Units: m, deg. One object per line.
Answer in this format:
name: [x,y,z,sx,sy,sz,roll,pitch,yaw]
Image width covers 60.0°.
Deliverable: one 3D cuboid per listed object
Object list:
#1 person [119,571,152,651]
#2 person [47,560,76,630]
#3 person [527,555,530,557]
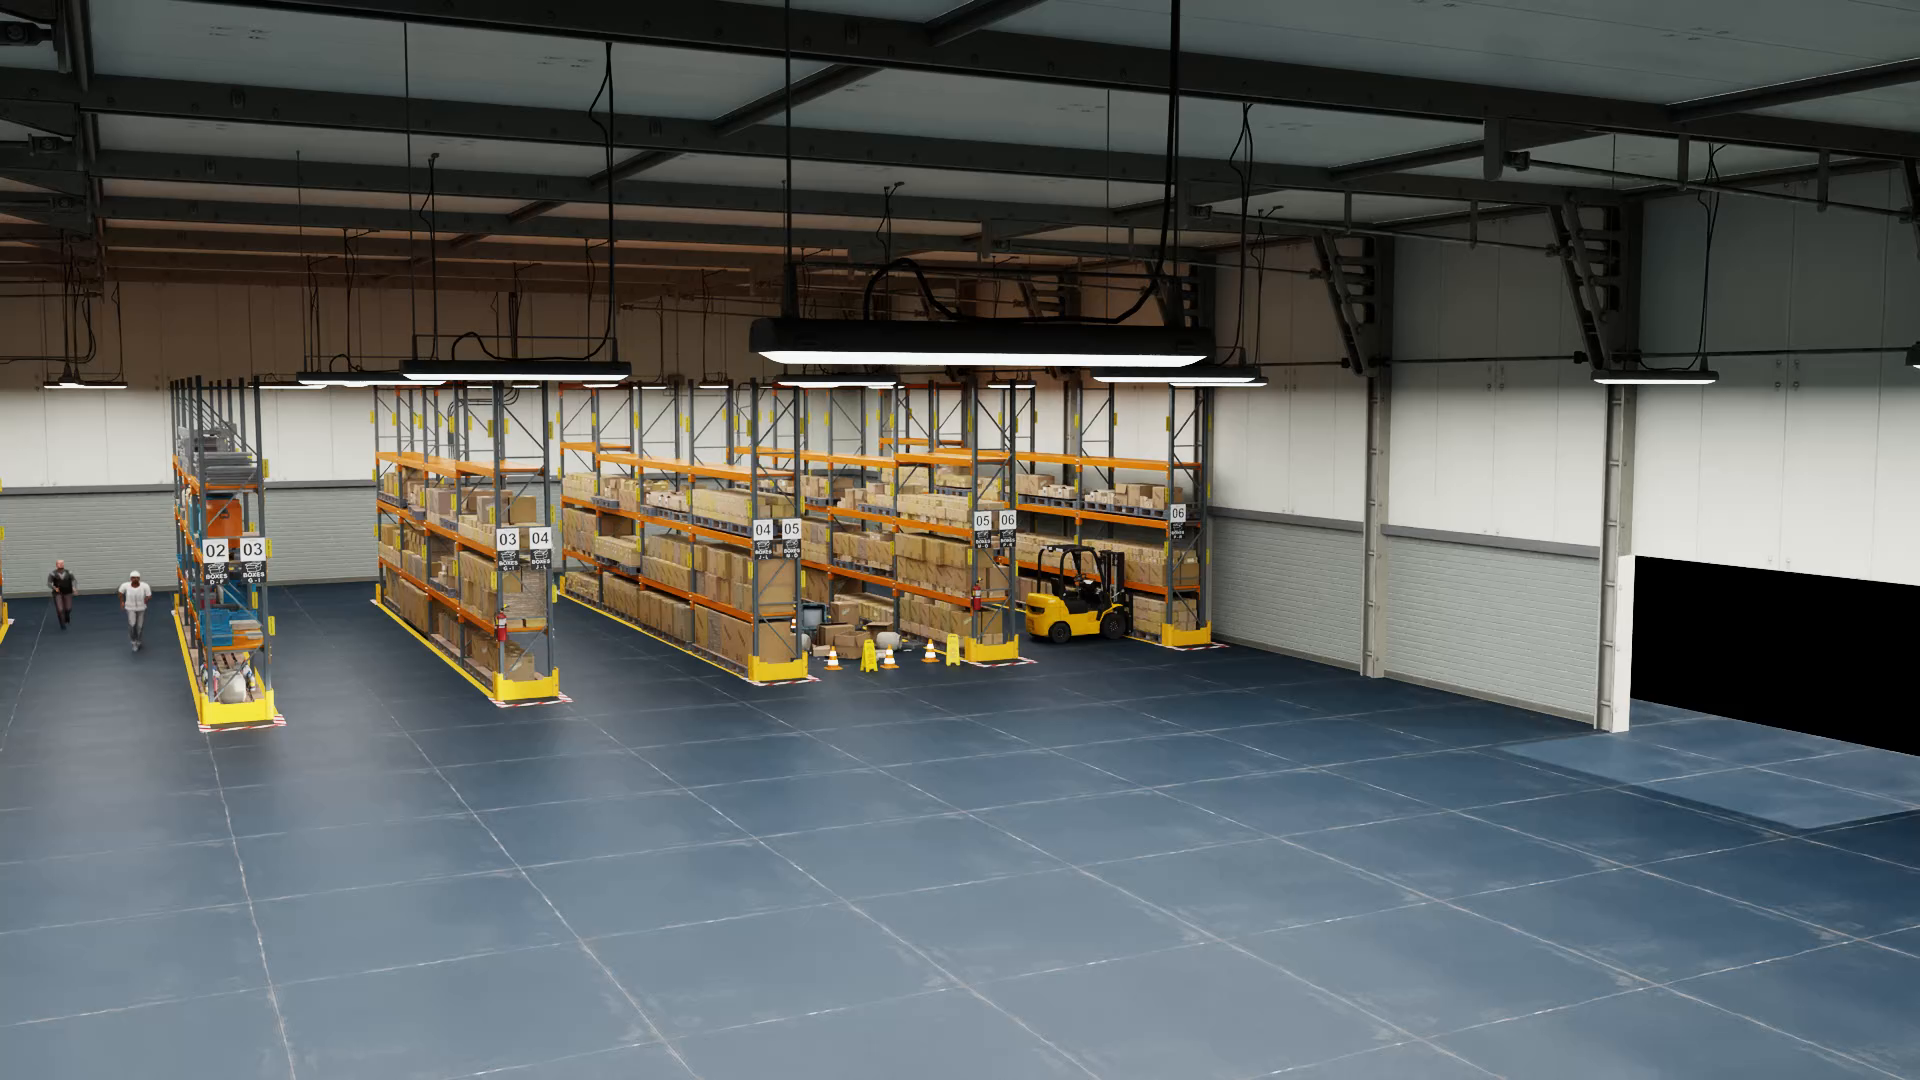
person: [-18.332,1.581,37.012,0.626,1.813,0.865,-3,6,-34]
person: [-21.694,1.320,40.197,0.659,1.678,0.579,-4,6,-35]
person: [-12.178,0.702,47.852,0.546,1.567,0.604,0,5,4]
